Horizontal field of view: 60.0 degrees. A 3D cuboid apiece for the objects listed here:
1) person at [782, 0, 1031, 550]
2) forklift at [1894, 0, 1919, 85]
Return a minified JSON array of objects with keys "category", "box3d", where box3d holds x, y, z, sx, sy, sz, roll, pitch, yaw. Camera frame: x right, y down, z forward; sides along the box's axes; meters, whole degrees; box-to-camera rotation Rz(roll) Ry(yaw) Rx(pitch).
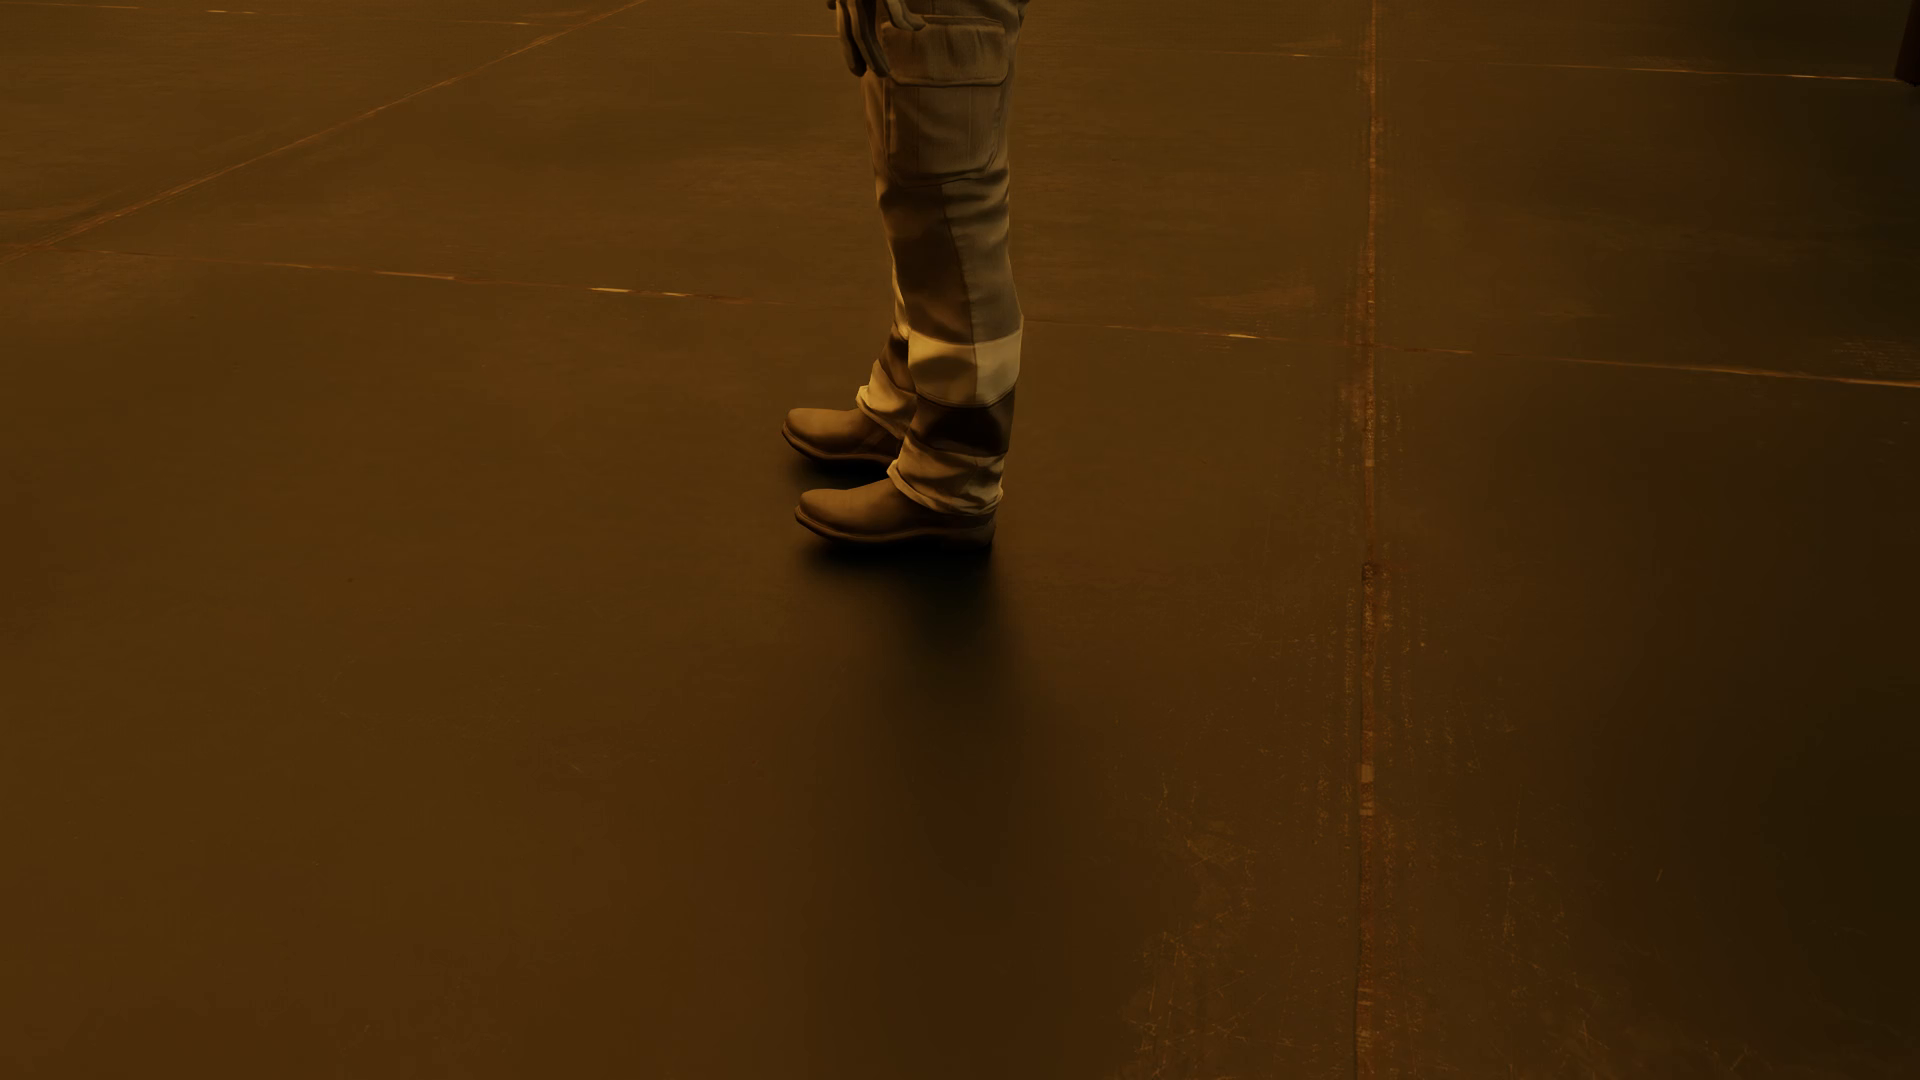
[{"category":"person","box3d":[-0.076,-0.819,2.120,0.563,1.787,0.637,6,27,11]},{"category":"forklift","box3d":[4.394,-2.940,5.073,3.031,2.935,1.130,-20,33,-34]}]
